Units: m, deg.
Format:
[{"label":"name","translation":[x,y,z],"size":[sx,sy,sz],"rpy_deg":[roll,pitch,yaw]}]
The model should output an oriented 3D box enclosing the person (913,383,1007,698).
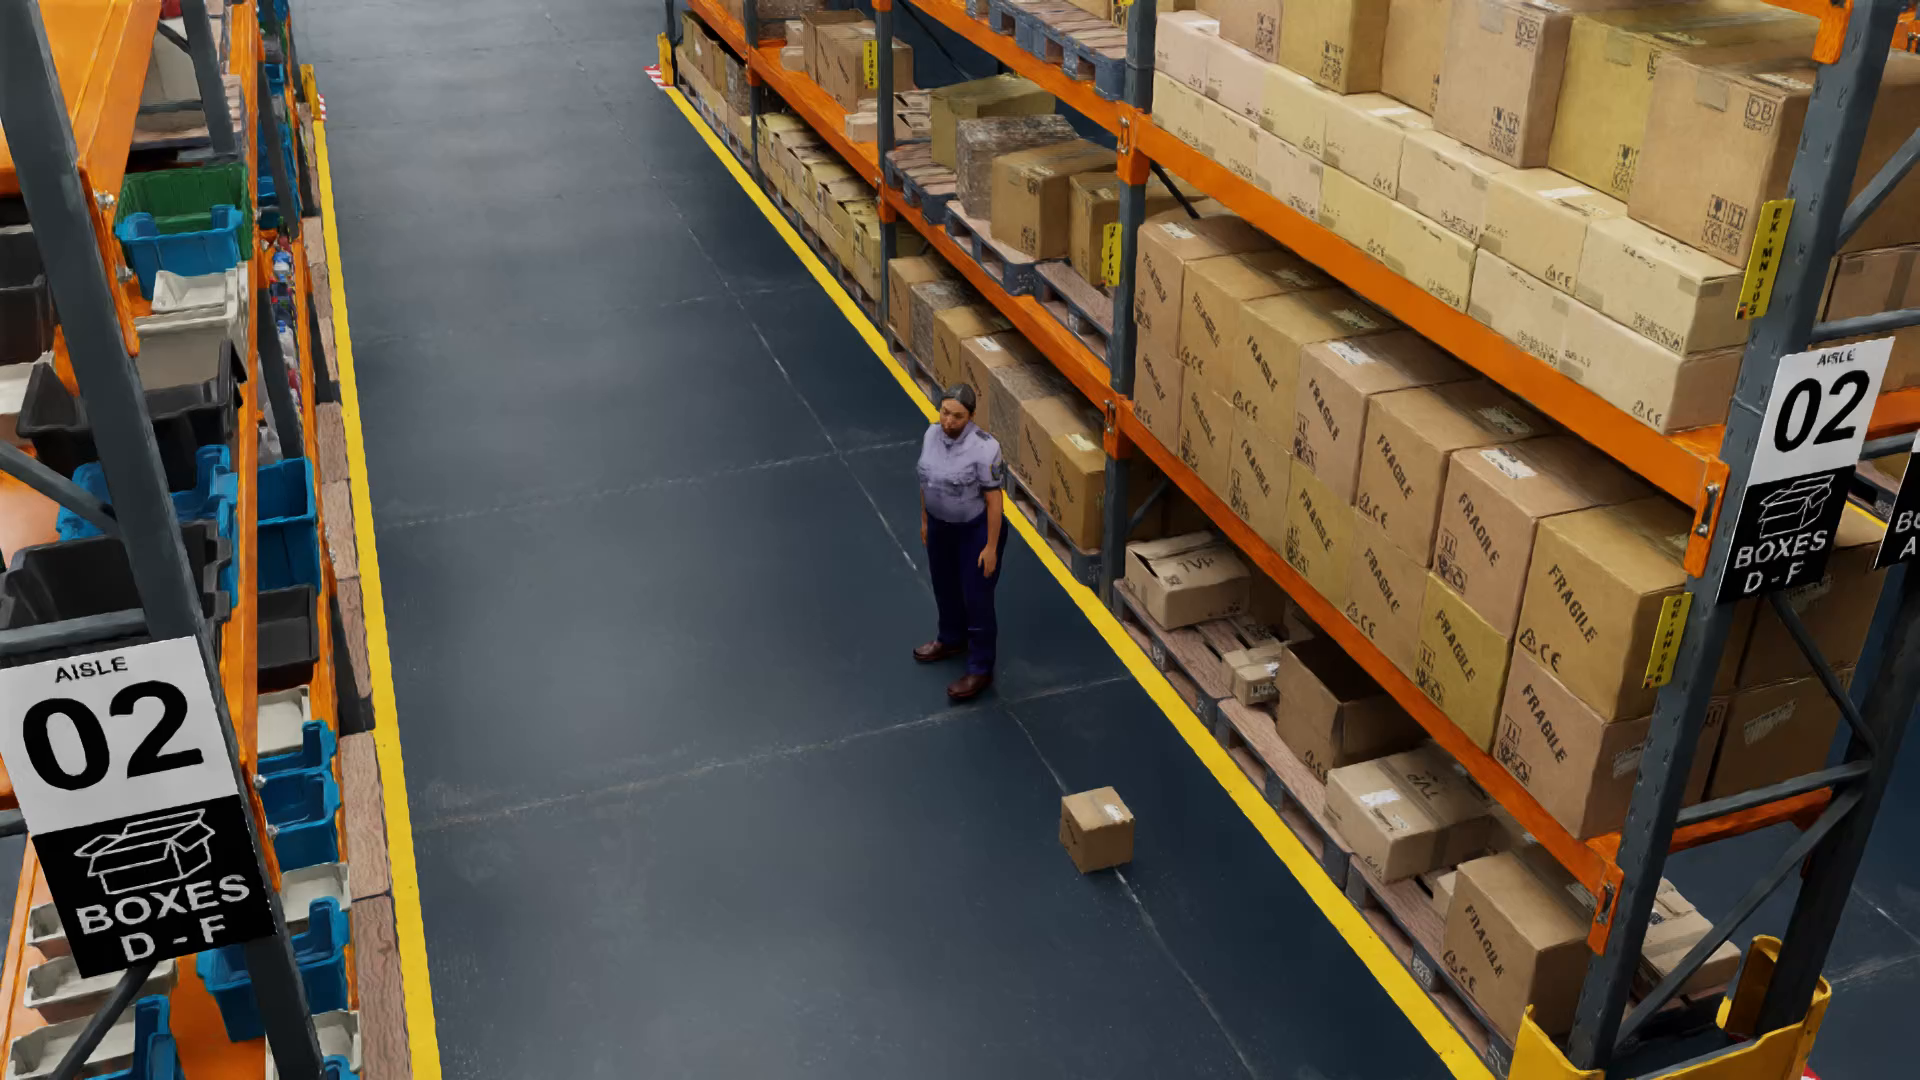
[{"label":"person","translation":[-0.028,-0.018,8.335],"size":[0.575,1.656,0.443],"rpy_deg":[24,38,35]}]
